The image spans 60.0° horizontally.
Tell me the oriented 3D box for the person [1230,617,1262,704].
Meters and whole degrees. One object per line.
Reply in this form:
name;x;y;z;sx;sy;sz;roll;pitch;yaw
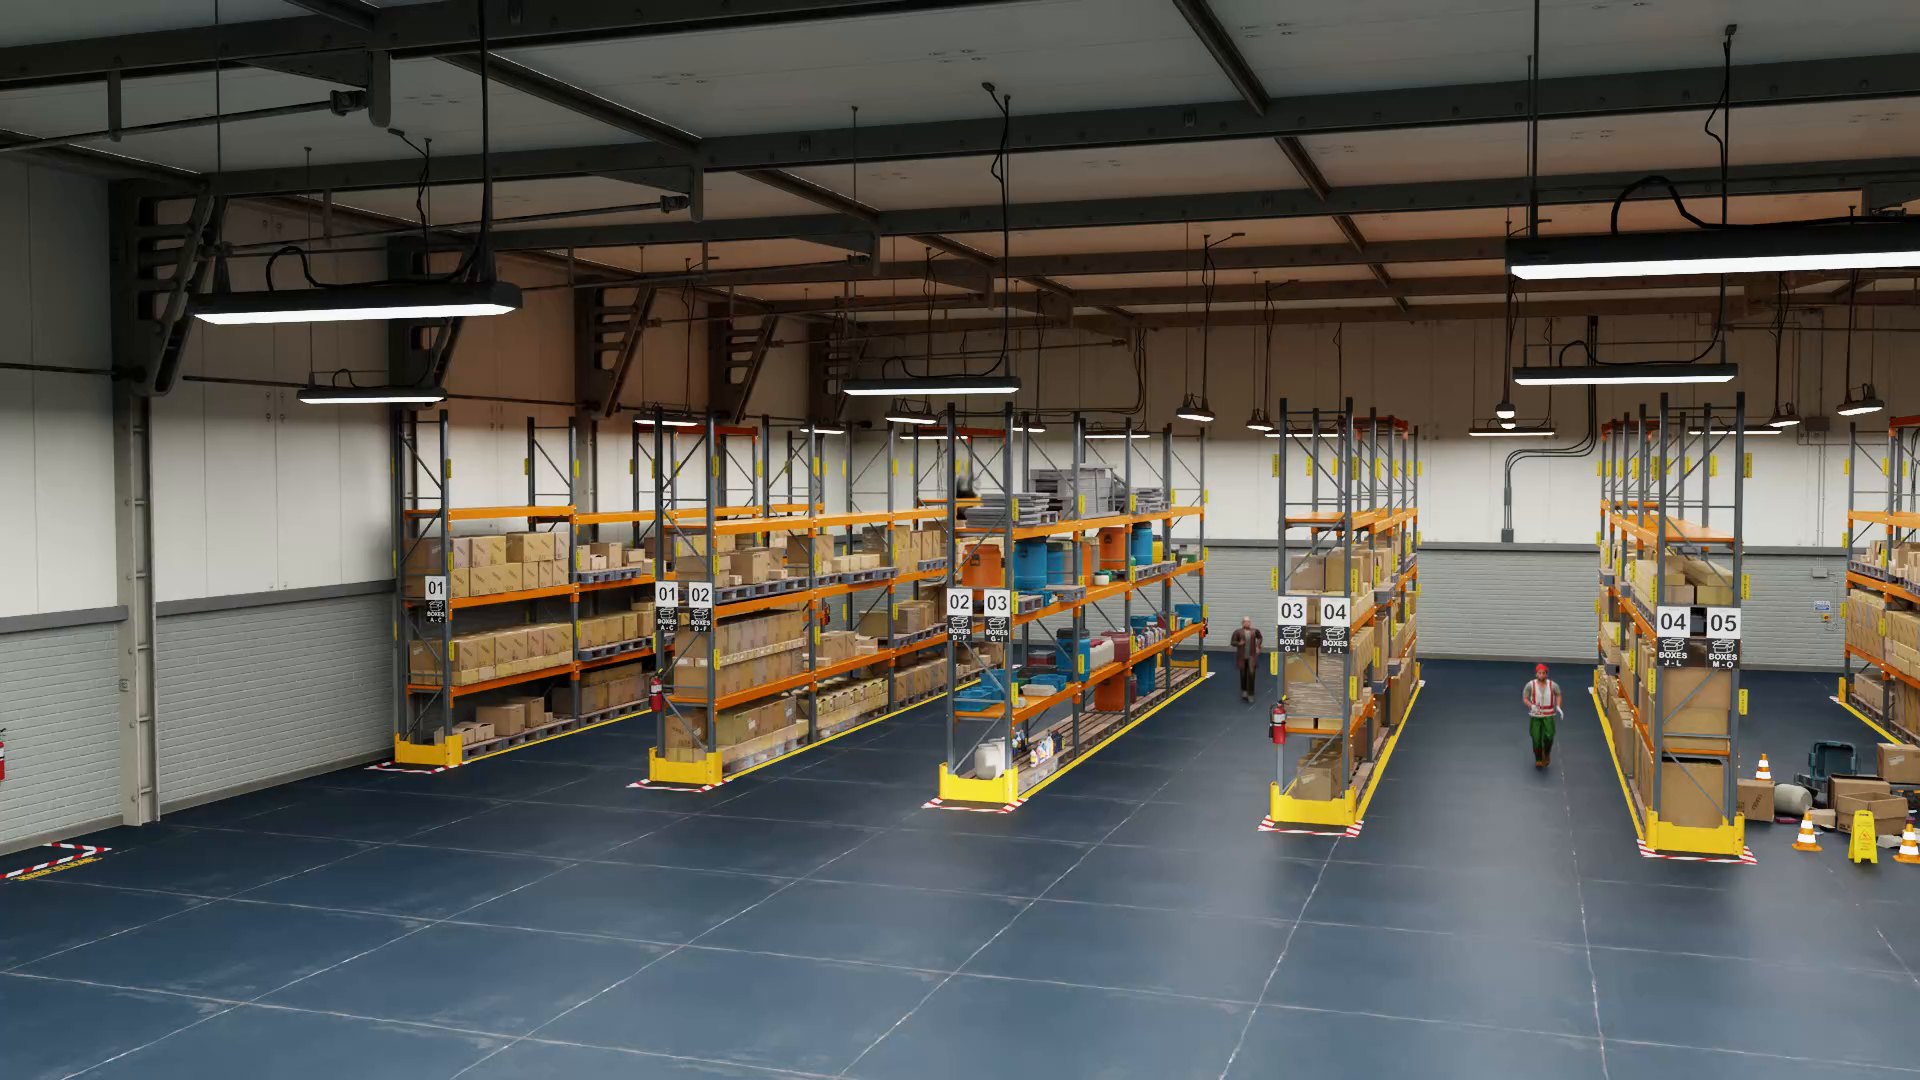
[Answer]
person;6.170;2.584;35.844;0.698;1.784;0.924;0;2;8

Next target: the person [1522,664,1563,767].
person;9.679;2.929;27.619;0.647;1.737;0.710;1;3;16
